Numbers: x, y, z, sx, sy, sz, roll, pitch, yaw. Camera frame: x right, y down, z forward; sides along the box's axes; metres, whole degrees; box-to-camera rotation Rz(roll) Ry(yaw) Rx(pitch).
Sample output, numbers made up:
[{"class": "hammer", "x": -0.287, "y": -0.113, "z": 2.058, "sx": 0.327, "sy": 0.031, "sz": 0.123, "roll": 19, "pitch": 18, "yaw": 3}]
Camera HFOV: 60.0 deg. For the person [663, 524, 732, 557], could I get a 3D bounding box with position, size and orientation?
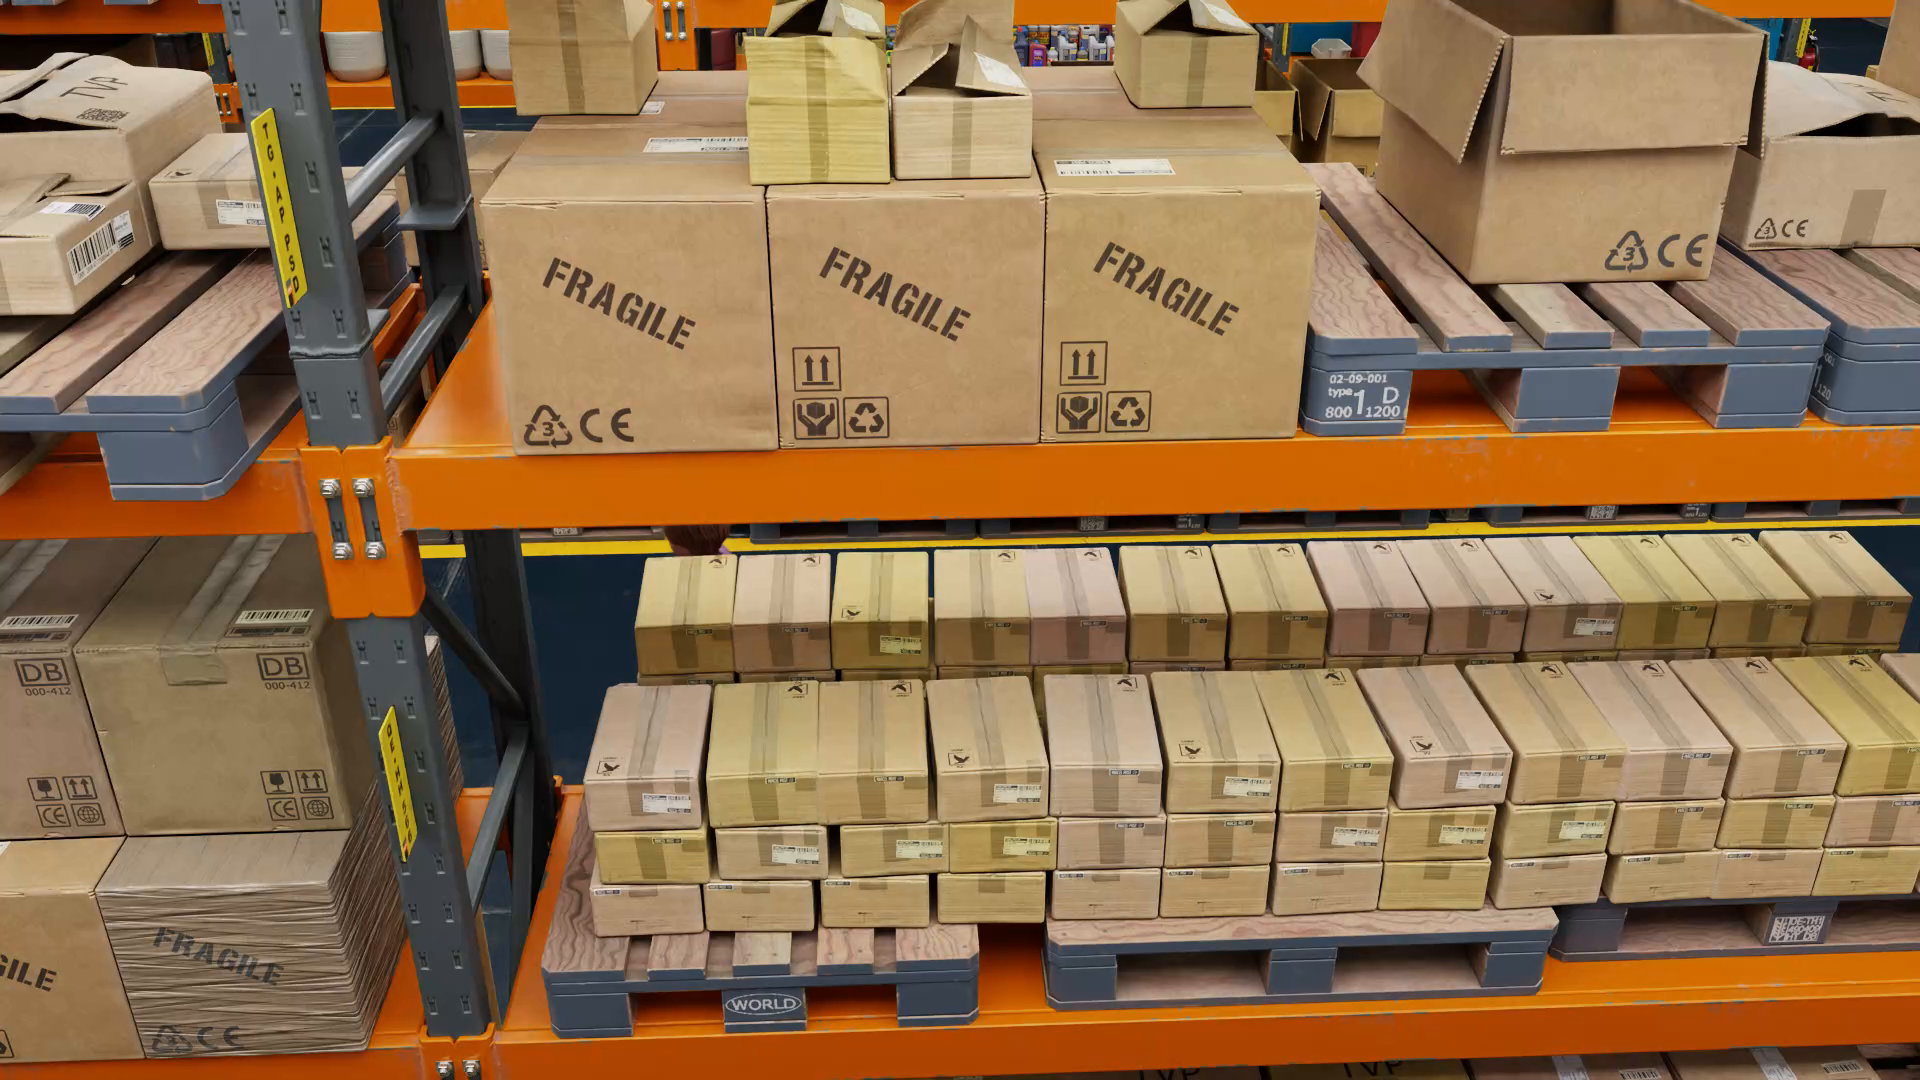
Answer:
[{"class": "person", "x": -0.939, "y": 0.591, "z": 6.056, "sx": 0.370, "sy": 1.648, "sz": 0.453, "roll": -5, "pitch": 28, "yaw": -9}]
